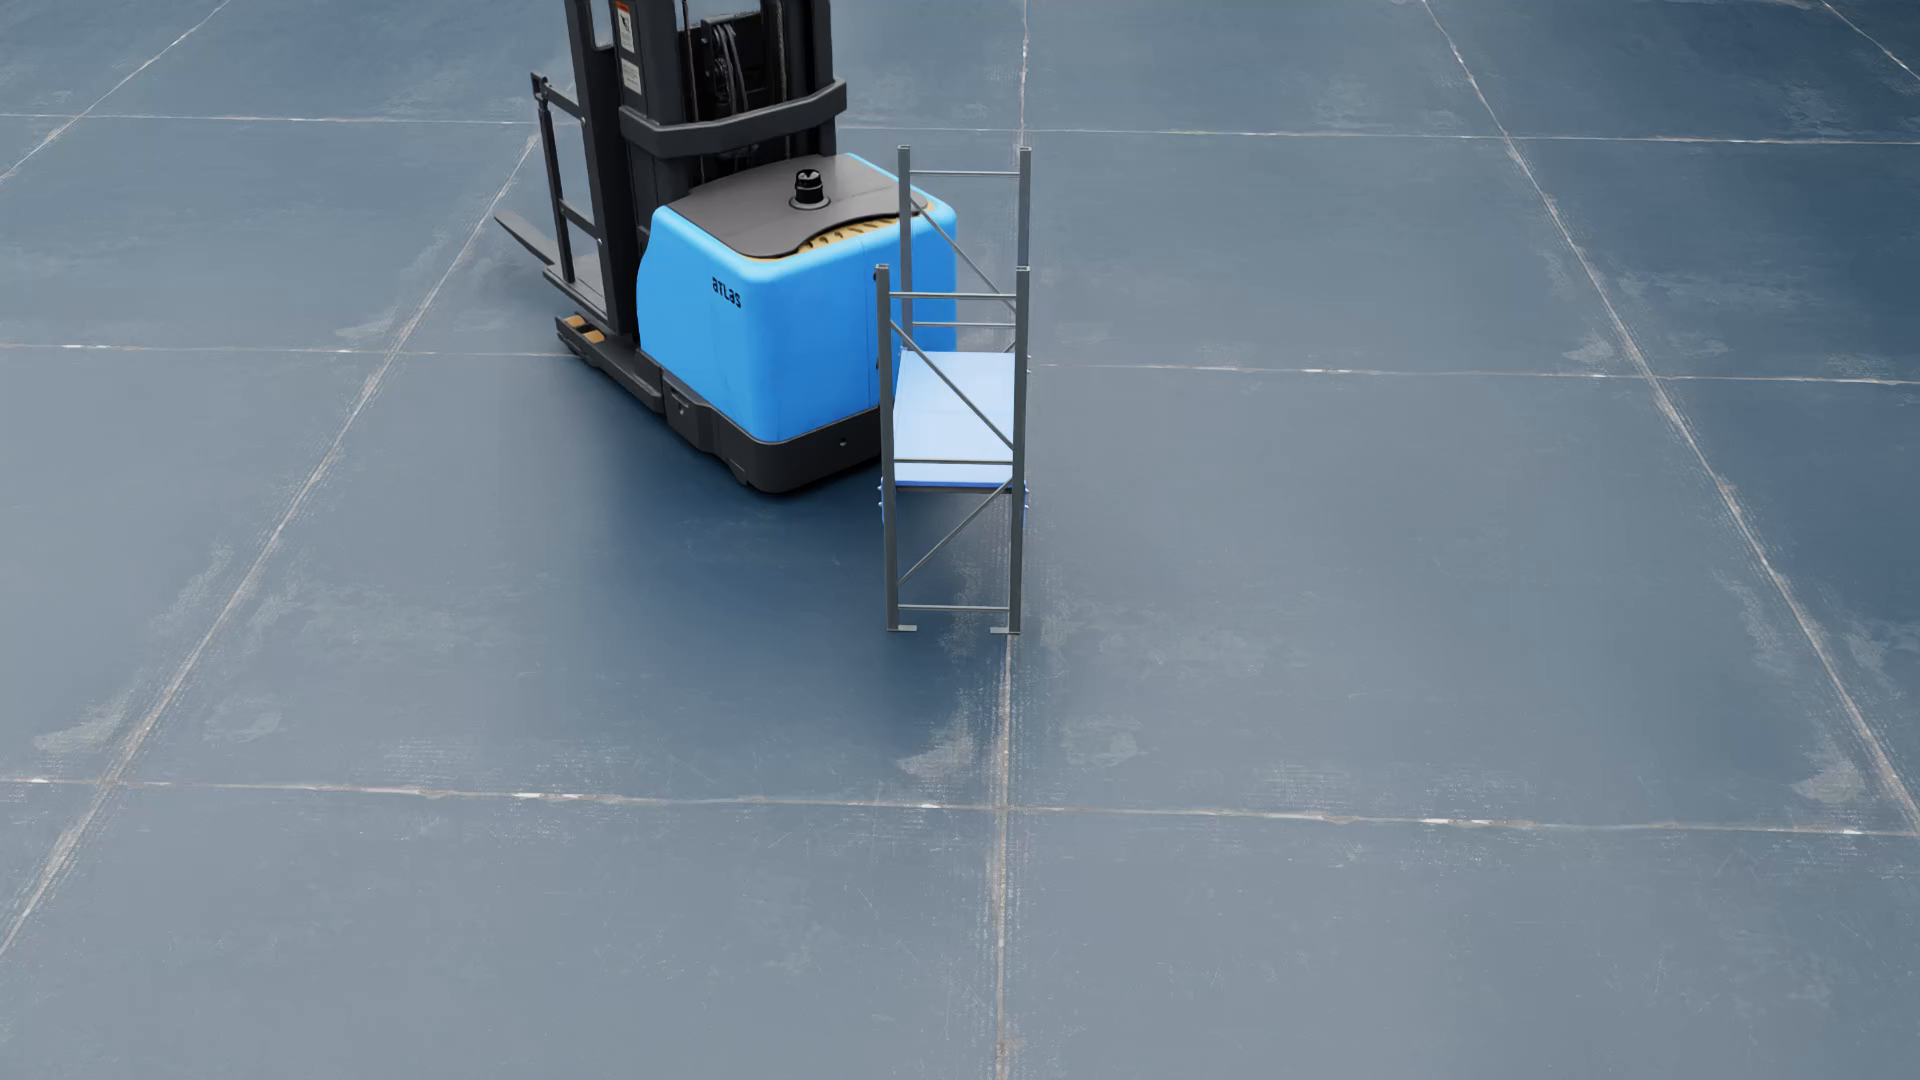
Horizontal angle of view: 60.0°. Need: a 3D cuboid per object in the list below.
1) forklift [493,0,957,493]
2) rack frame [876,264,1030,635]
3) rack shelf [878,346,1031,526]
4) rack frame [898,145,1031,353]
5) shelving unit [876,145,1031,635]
[{"bbox_3d":[-1.294,-2.184,7.309,1.130,2.935,3.031,-24,42,-30],"label":"forklift"},{"bbox_3d":[-0.024,-0.273,5.833,0.500,1.500,0.032,1,35,2],"label":"rack frame"},{"bbox_3d":[-0.003,-0.417,6.352,0.538,0.185,1.000,1,35,2],"label":"rack shelf"},{"bbox_3d":[0.017,-0.857,6.665,0.500,1.500,0.032,1,35,2],"label":"rack frame"},{"bbox_3d":[-0.003,-0.565,6.249,0.538,1.500,1.048,1,35,2],"label":"shelving unit"}]
